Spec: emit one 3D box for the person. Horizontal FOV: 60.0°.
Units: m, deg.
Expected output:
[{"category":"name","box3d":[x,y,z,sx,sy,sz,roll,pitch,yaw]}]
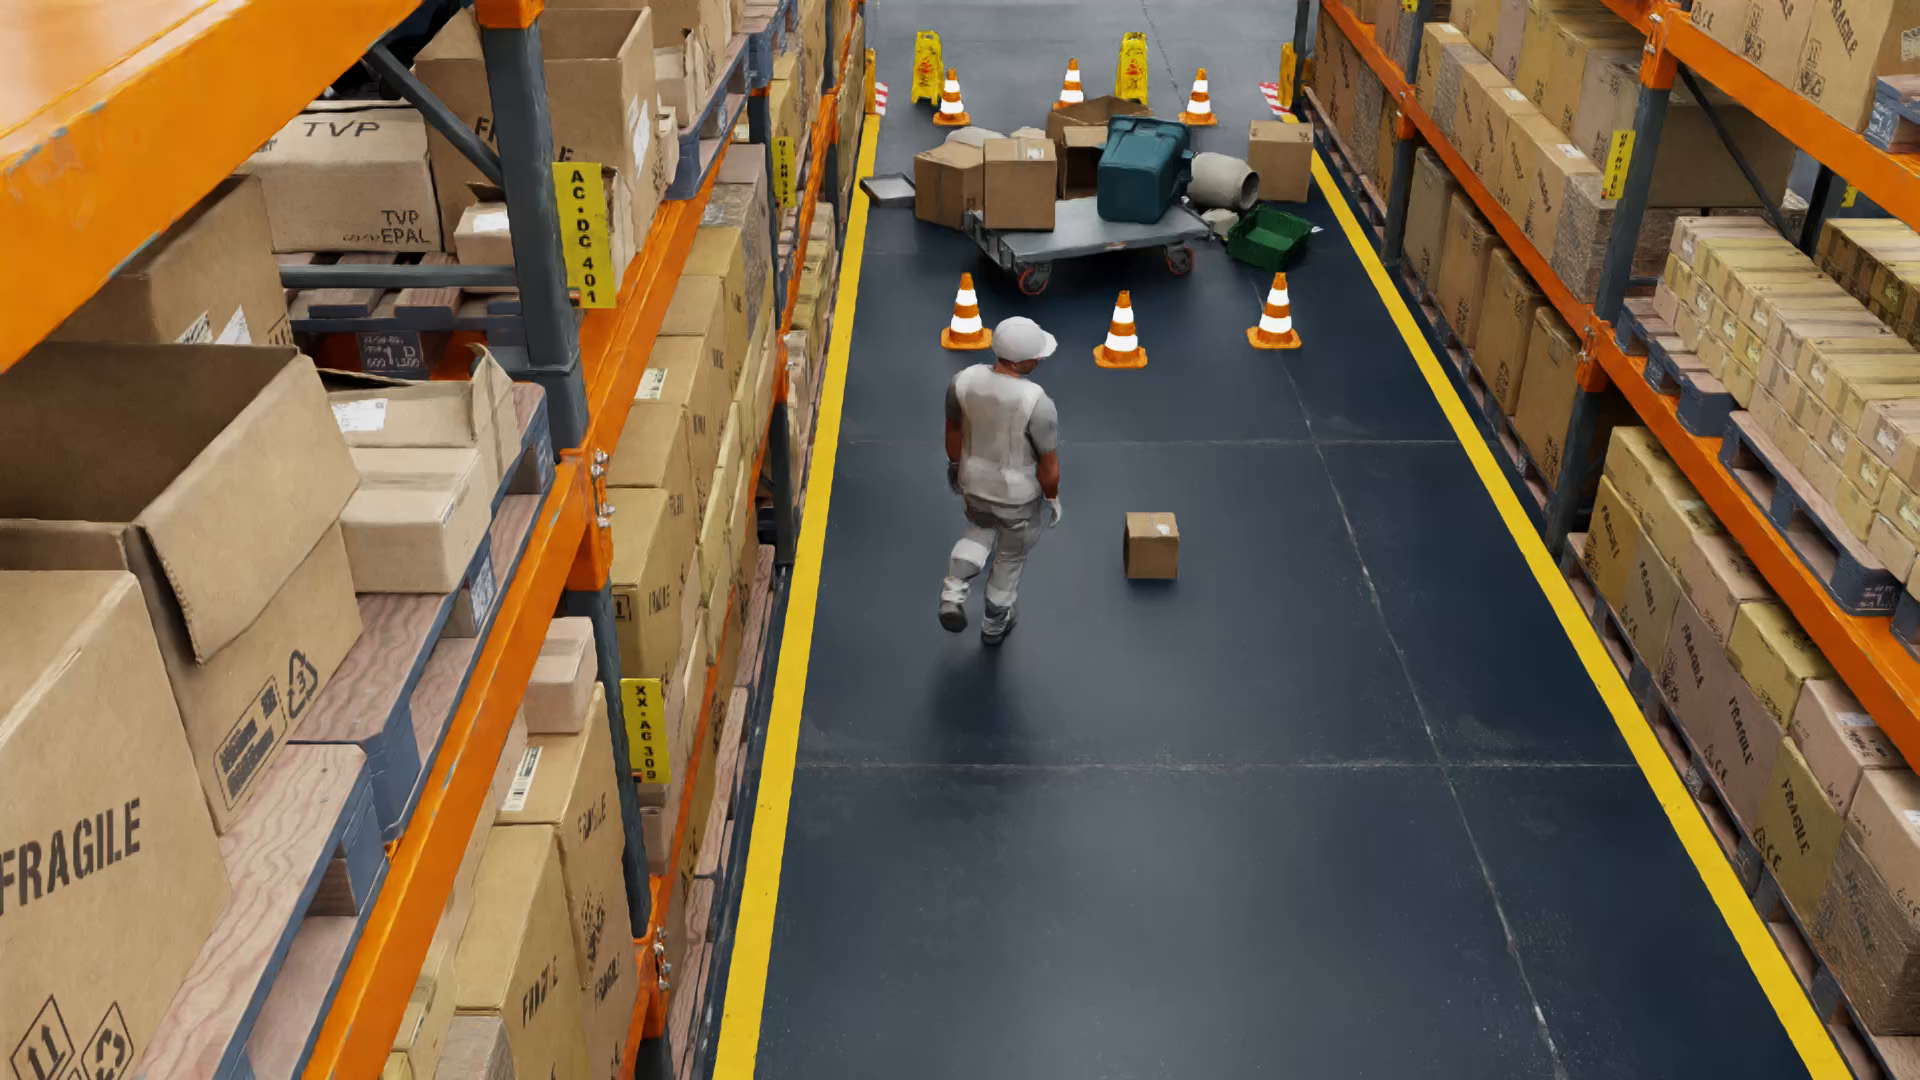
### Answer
[{"category":"person","box3d":[14.223,-4.263,14.198,17.352,1.721,27.931,16,35,25]}]
